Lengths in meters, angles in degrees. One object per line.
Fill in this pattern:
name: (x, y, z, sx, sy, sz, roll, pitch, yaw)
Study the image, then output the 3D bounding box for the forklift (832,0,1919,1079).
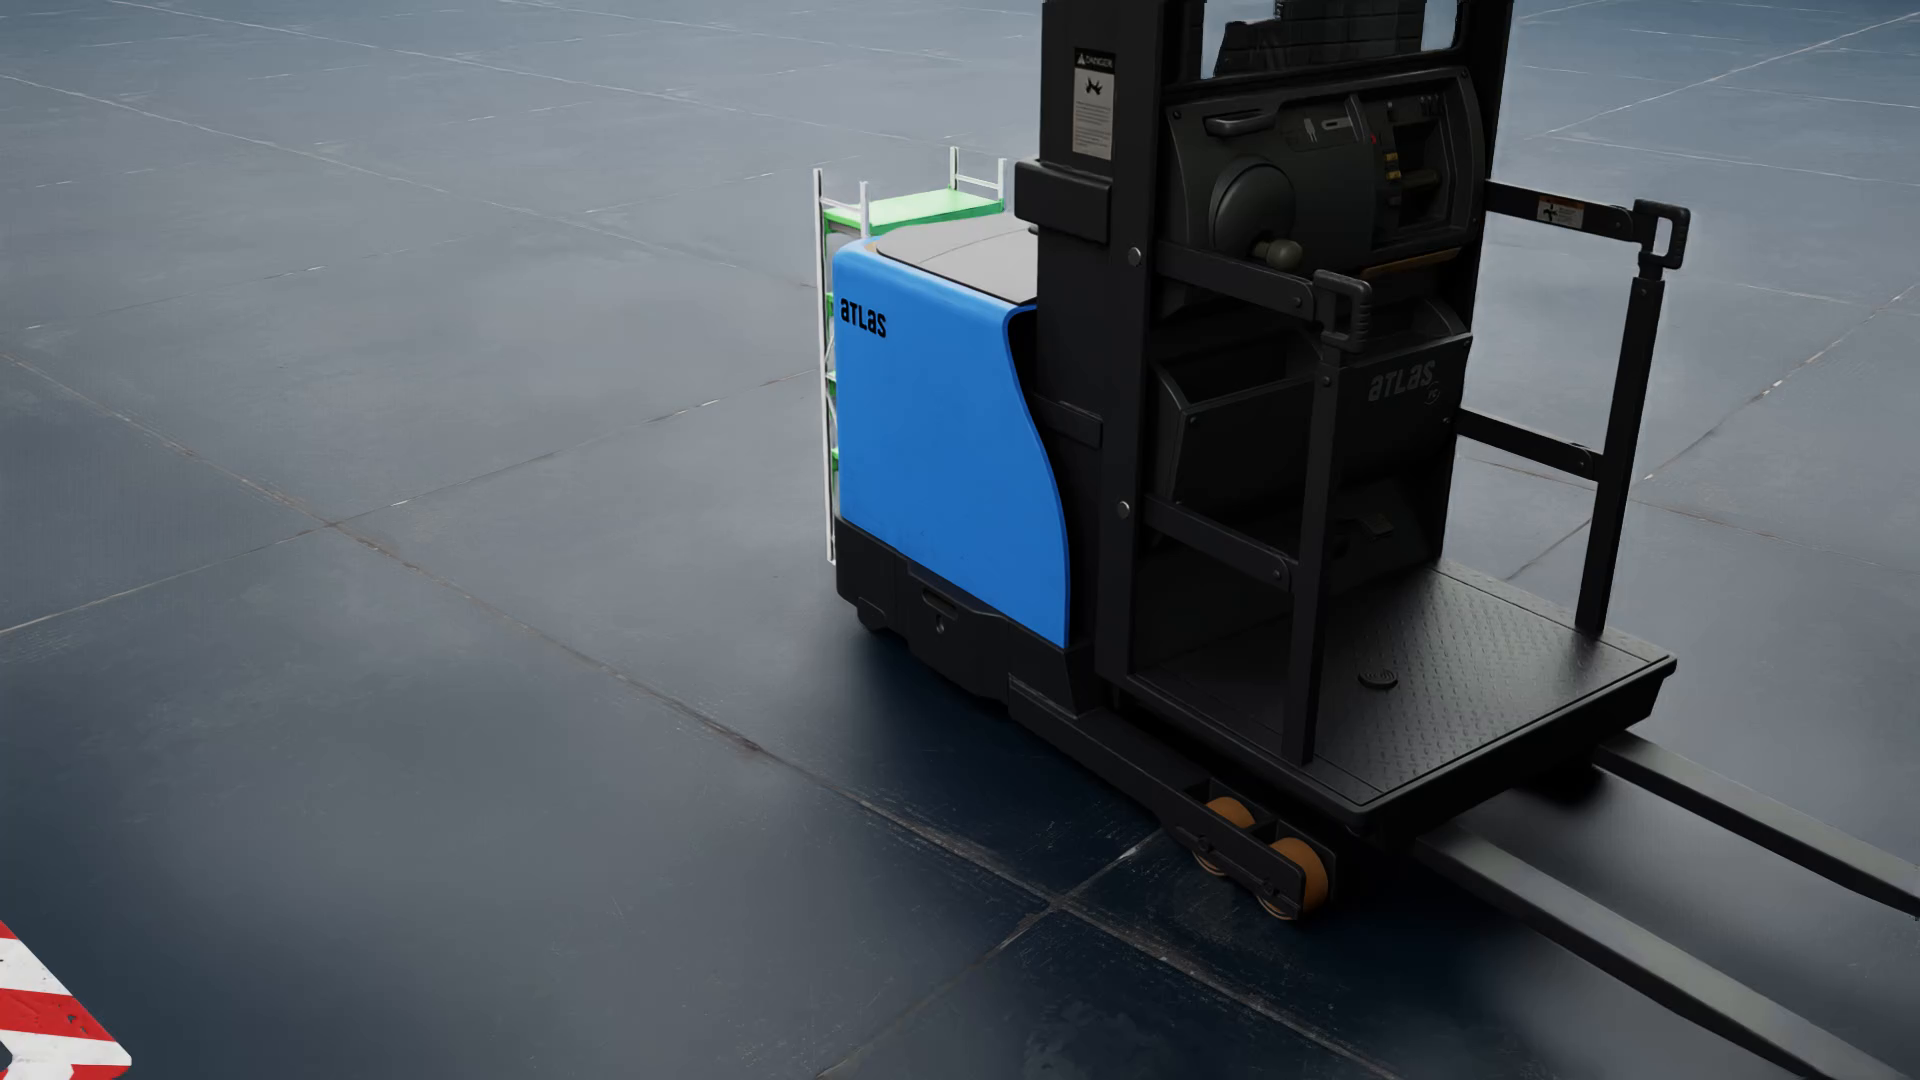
forklift: (0.924, -0.771, 3.387, 1.130, 2.935, 3.031, -17, 29, -33)

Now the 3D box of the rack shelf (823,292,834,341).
rack shelf: (-0.136, -0.671, 4.849, 0.480, 0.148, 0.258, -18, 30, -35)

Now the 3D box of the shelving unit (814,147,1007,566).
shelving unit: (-0.136, -0.510, 4.921, 0.503, 1.200, 0.258, -18, 30, -35)

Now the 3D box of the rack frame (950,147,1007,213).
rack frame: (0.053, -0.573, 5.062, 0.015, 1.200, 0.240, -18, 30, -35)

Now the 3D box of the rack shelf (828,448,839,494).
rack shelf: (-0.136, -0.233, 5.045, 0.480, 0.148, 0.258, -18, 30, -35)

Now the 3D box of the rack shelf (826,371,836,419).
rack shelf: (-0.136, -0.452, 4.947, 0.480, 0.148, 0.258, -18, 30, -35)

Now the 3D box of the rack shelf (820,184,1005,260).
rack shelf: (-0.136, -0.890, 4.751, 0.480, 0.148, 0.258, -18, 30, -35)

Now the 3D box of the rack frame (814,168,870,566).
rack frame: (-0.325, -0.447, 4.780, 0.015, 1.200, 0.240, -18, 30, -35)
